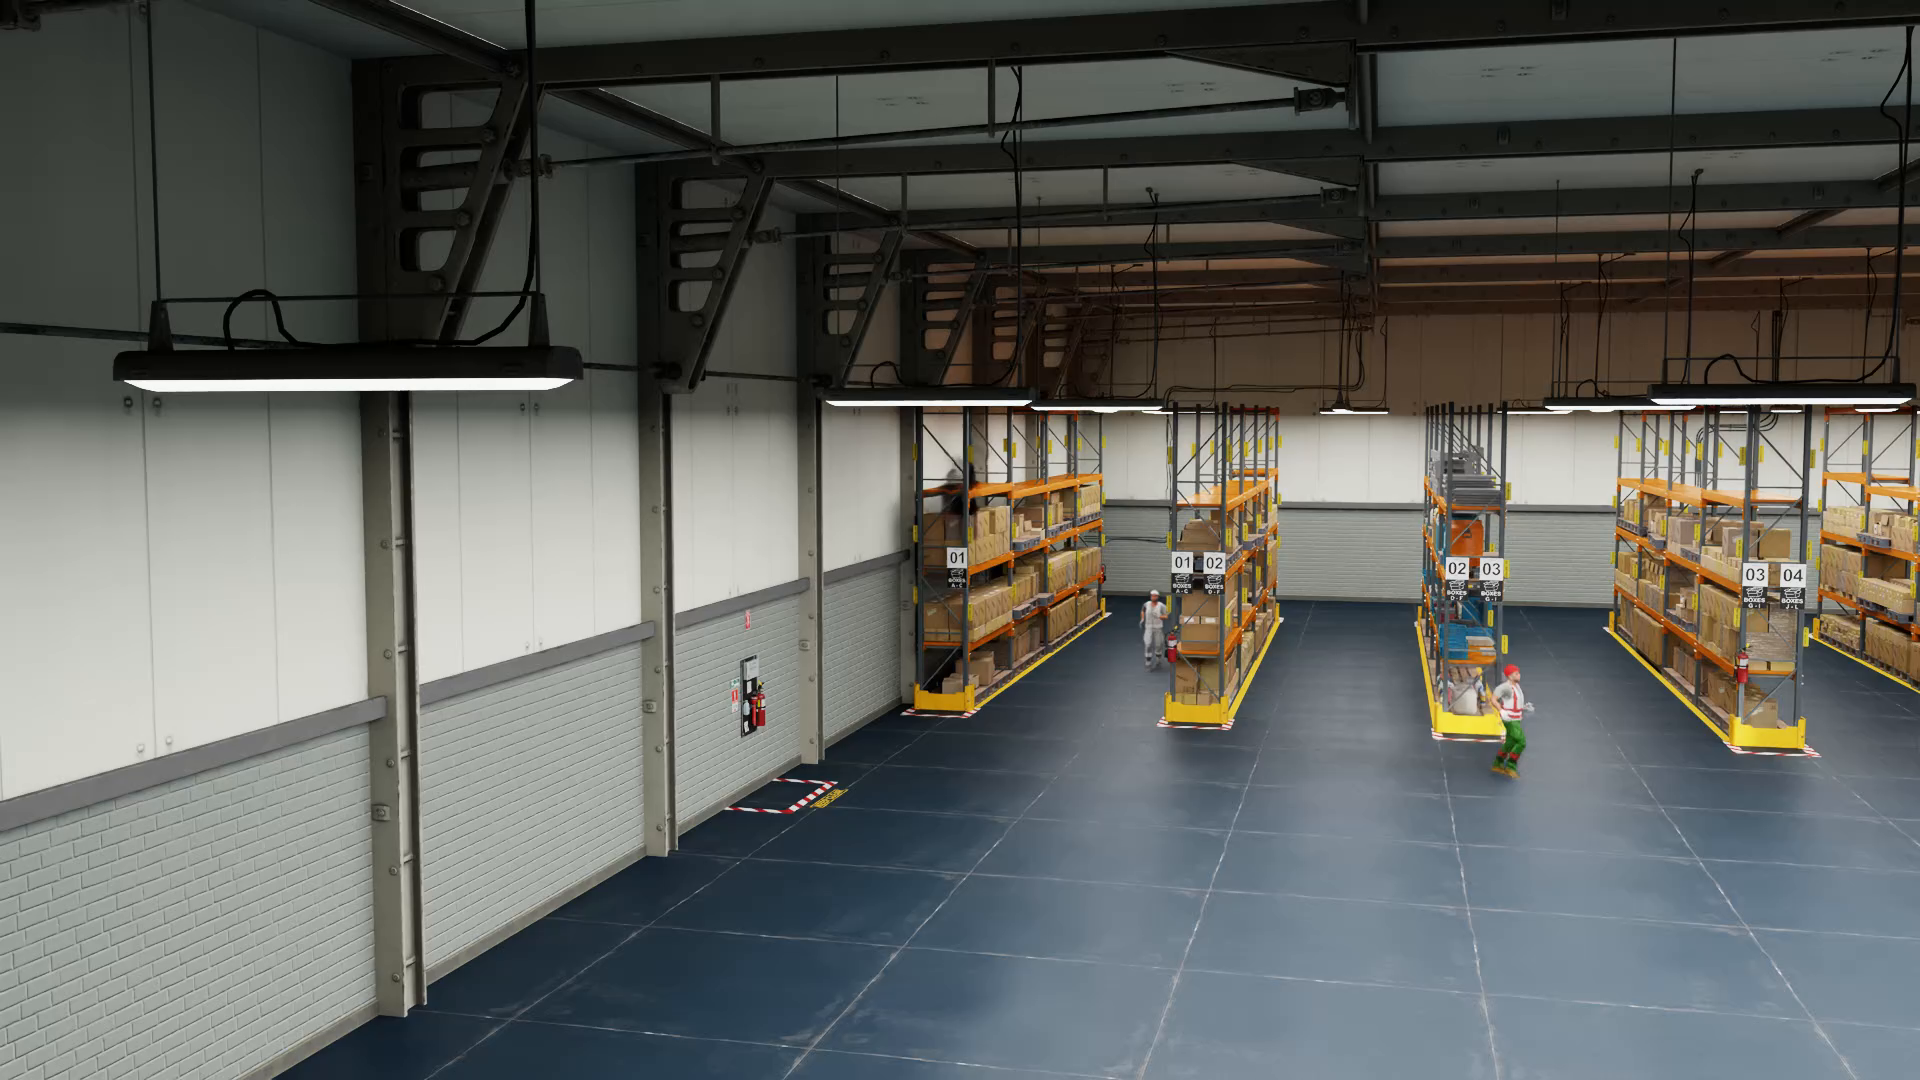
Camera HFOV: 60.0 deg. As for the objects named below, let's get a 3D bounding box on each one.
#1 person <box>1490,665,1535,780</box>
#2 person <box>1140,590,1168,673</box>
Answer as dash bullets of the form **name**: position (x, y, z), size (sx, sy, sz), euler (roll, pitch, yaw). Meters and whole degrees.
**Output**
- **person**: position (8.768, 2.901, 26.400), size (0.652, 1.841, 0.645), euler (3, 5, 36)
- **person**: position (4.381, 2.038, 37.607), size (0.654, 1.834, 0.835), euler (1, 4, 14)
